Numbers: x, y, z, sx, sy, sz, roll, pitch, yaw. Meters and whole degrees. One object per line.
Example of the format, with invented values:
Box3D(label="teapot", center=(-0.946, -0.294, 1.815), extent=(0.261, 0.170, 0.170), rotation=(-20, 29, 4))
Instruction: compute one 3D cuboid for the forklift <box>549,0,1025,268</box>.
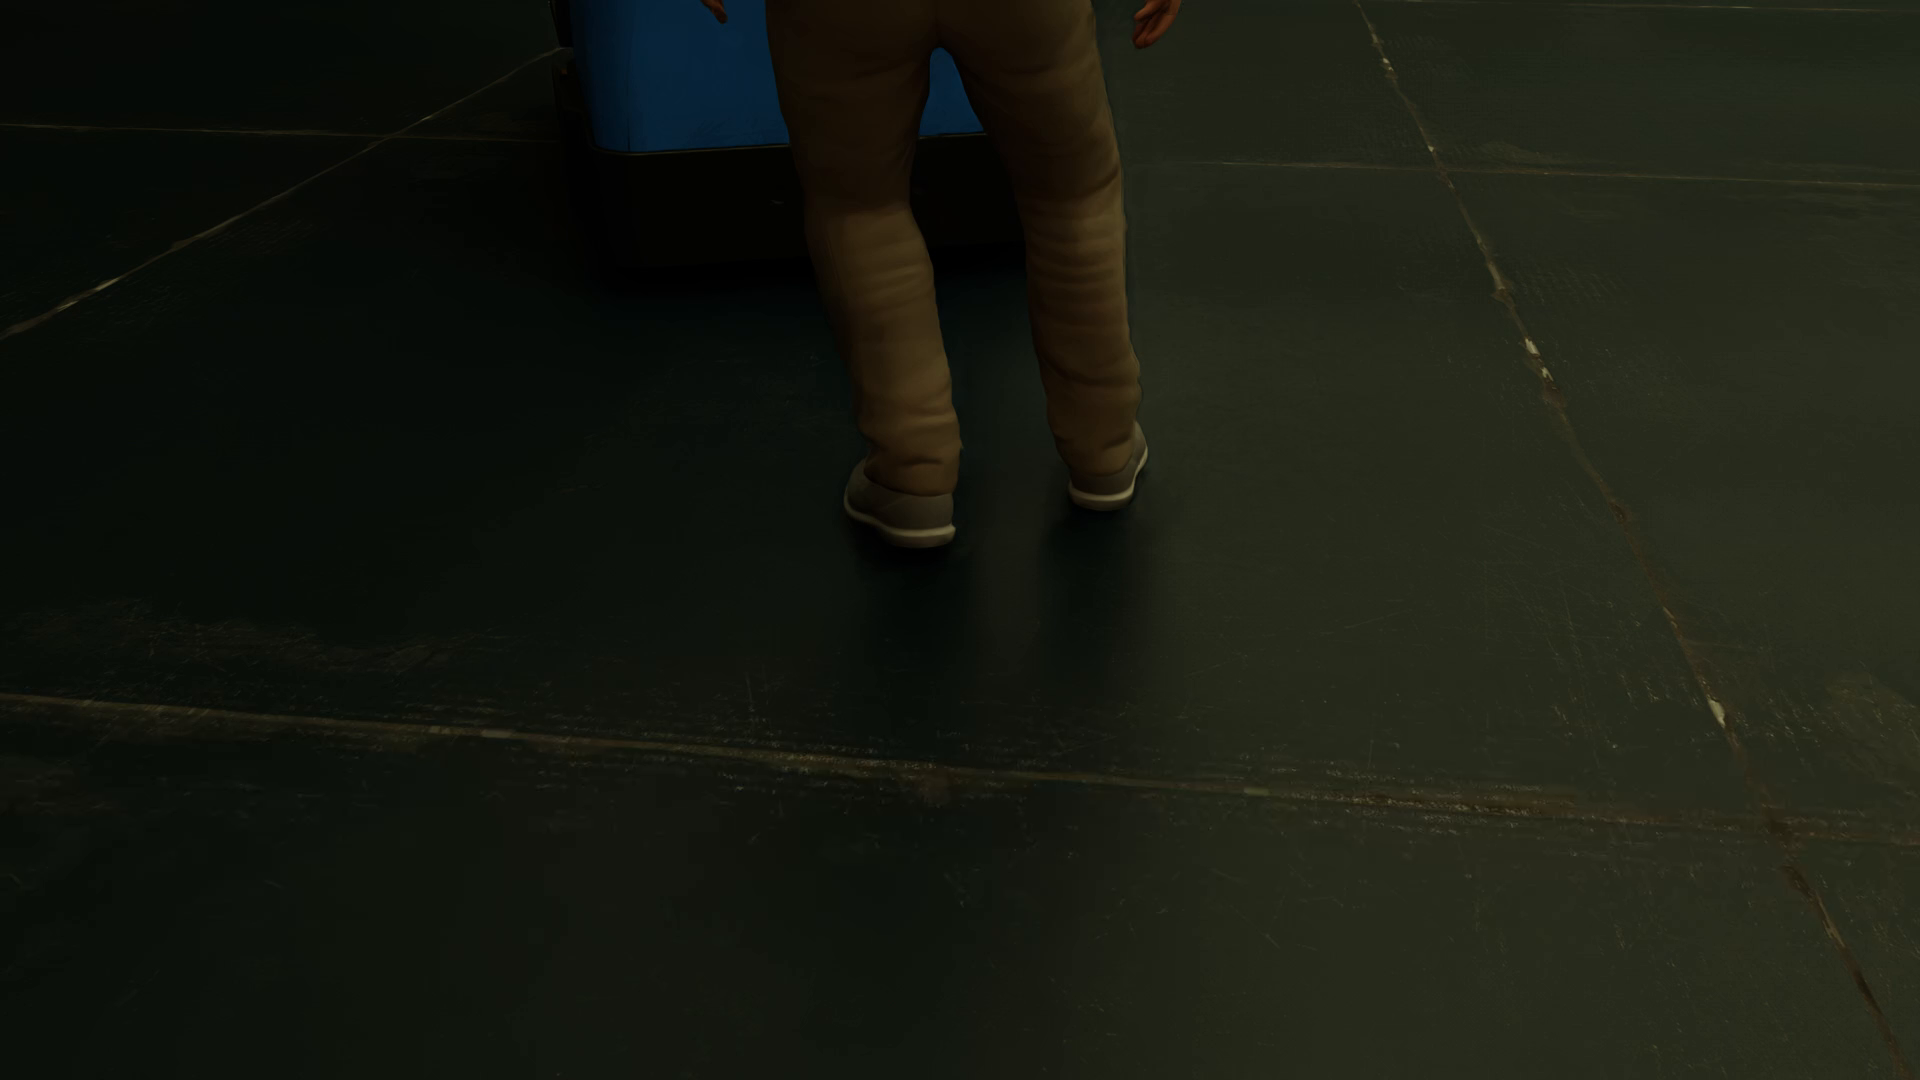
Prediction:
Box3D(label="forklift", center=(-0.607, -2.517, 4.263), extent=(1.130, 2.935, 3.031), rotation=(-7, 27, -13))

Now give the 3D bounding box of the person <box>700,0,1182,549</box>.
Box3D(label="person", center=(-0.012, -0.807, 2.238), extent=(0.713, 1.712, 0.498), rotation=(-4, 27, -9))
